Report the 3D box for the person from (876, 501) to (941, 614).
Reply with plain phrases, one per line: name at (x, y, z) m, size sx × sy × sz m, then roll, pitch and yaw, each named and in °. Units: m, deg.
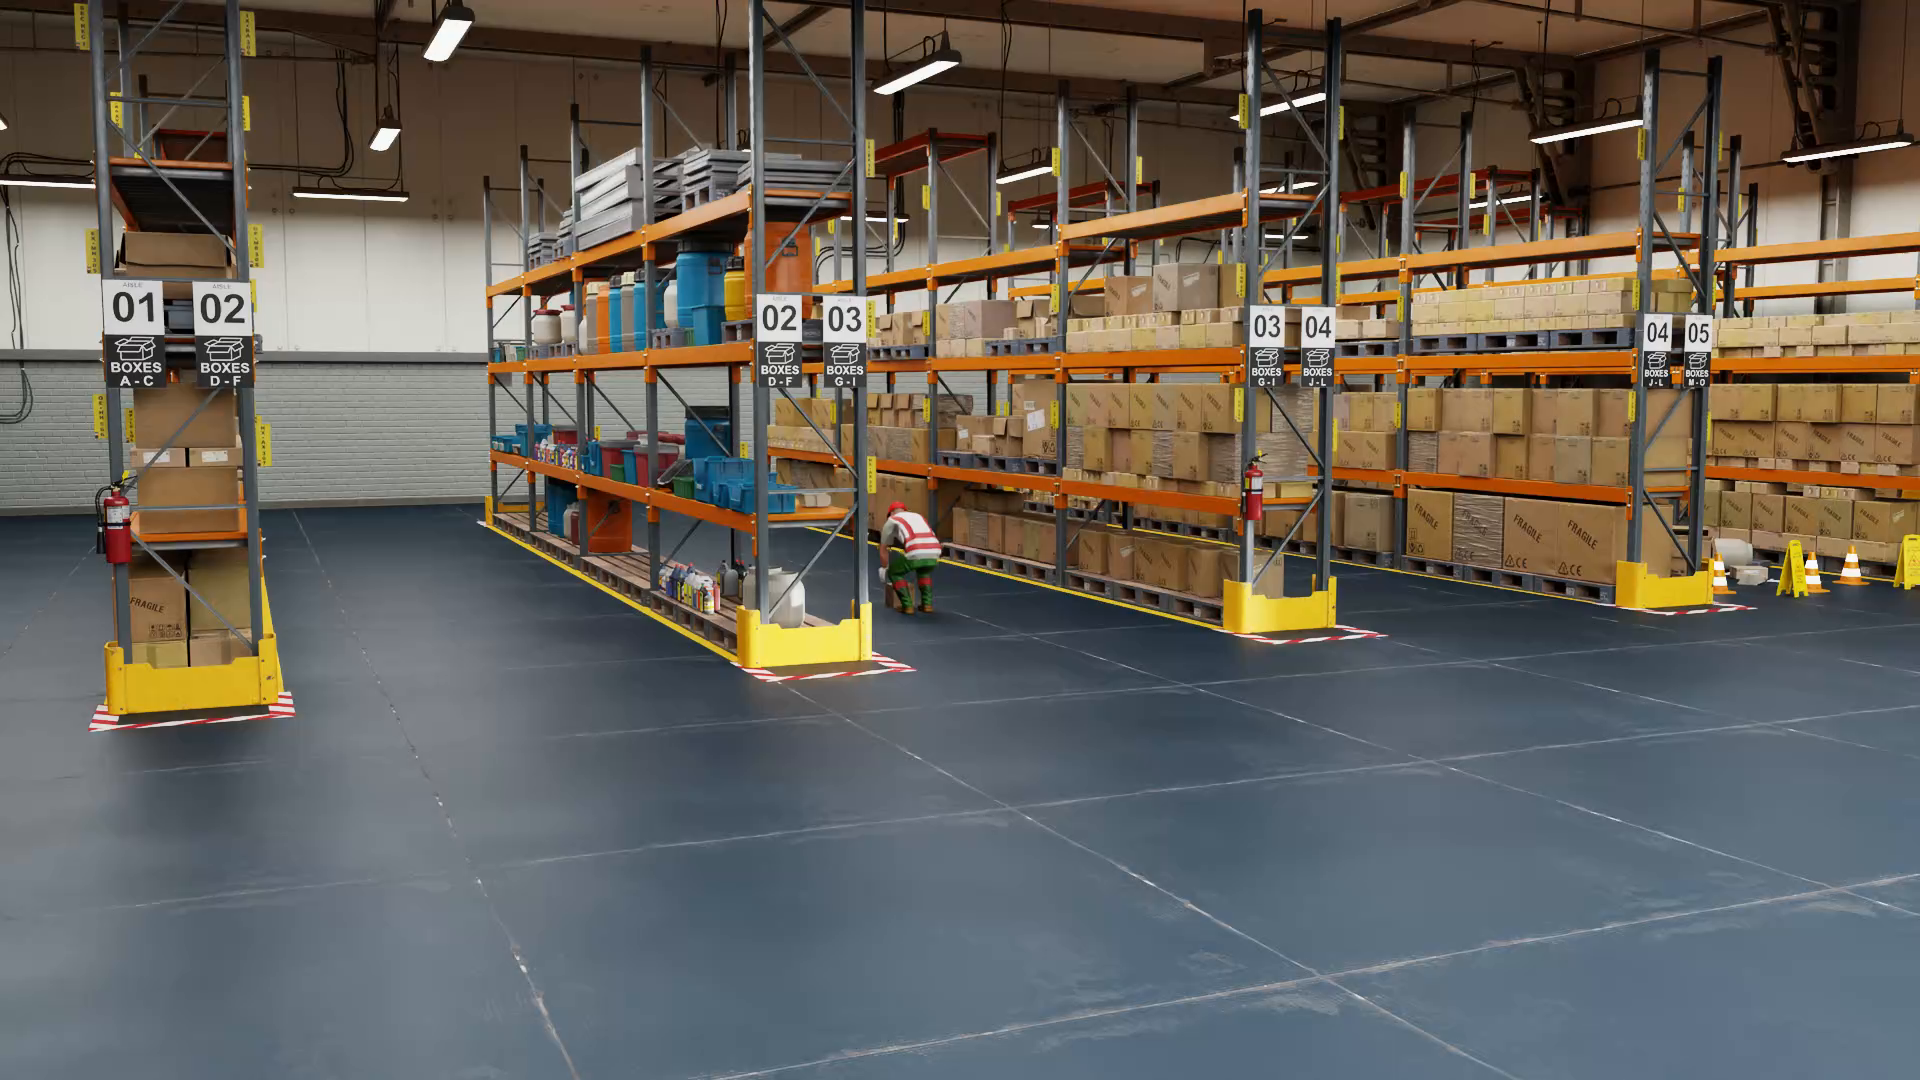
person at (-0.550, 0.185, 17.927) m, size 0.580 × 1.172 × 0.852 m, roll -2°, pitch 6°, yaw -24°
